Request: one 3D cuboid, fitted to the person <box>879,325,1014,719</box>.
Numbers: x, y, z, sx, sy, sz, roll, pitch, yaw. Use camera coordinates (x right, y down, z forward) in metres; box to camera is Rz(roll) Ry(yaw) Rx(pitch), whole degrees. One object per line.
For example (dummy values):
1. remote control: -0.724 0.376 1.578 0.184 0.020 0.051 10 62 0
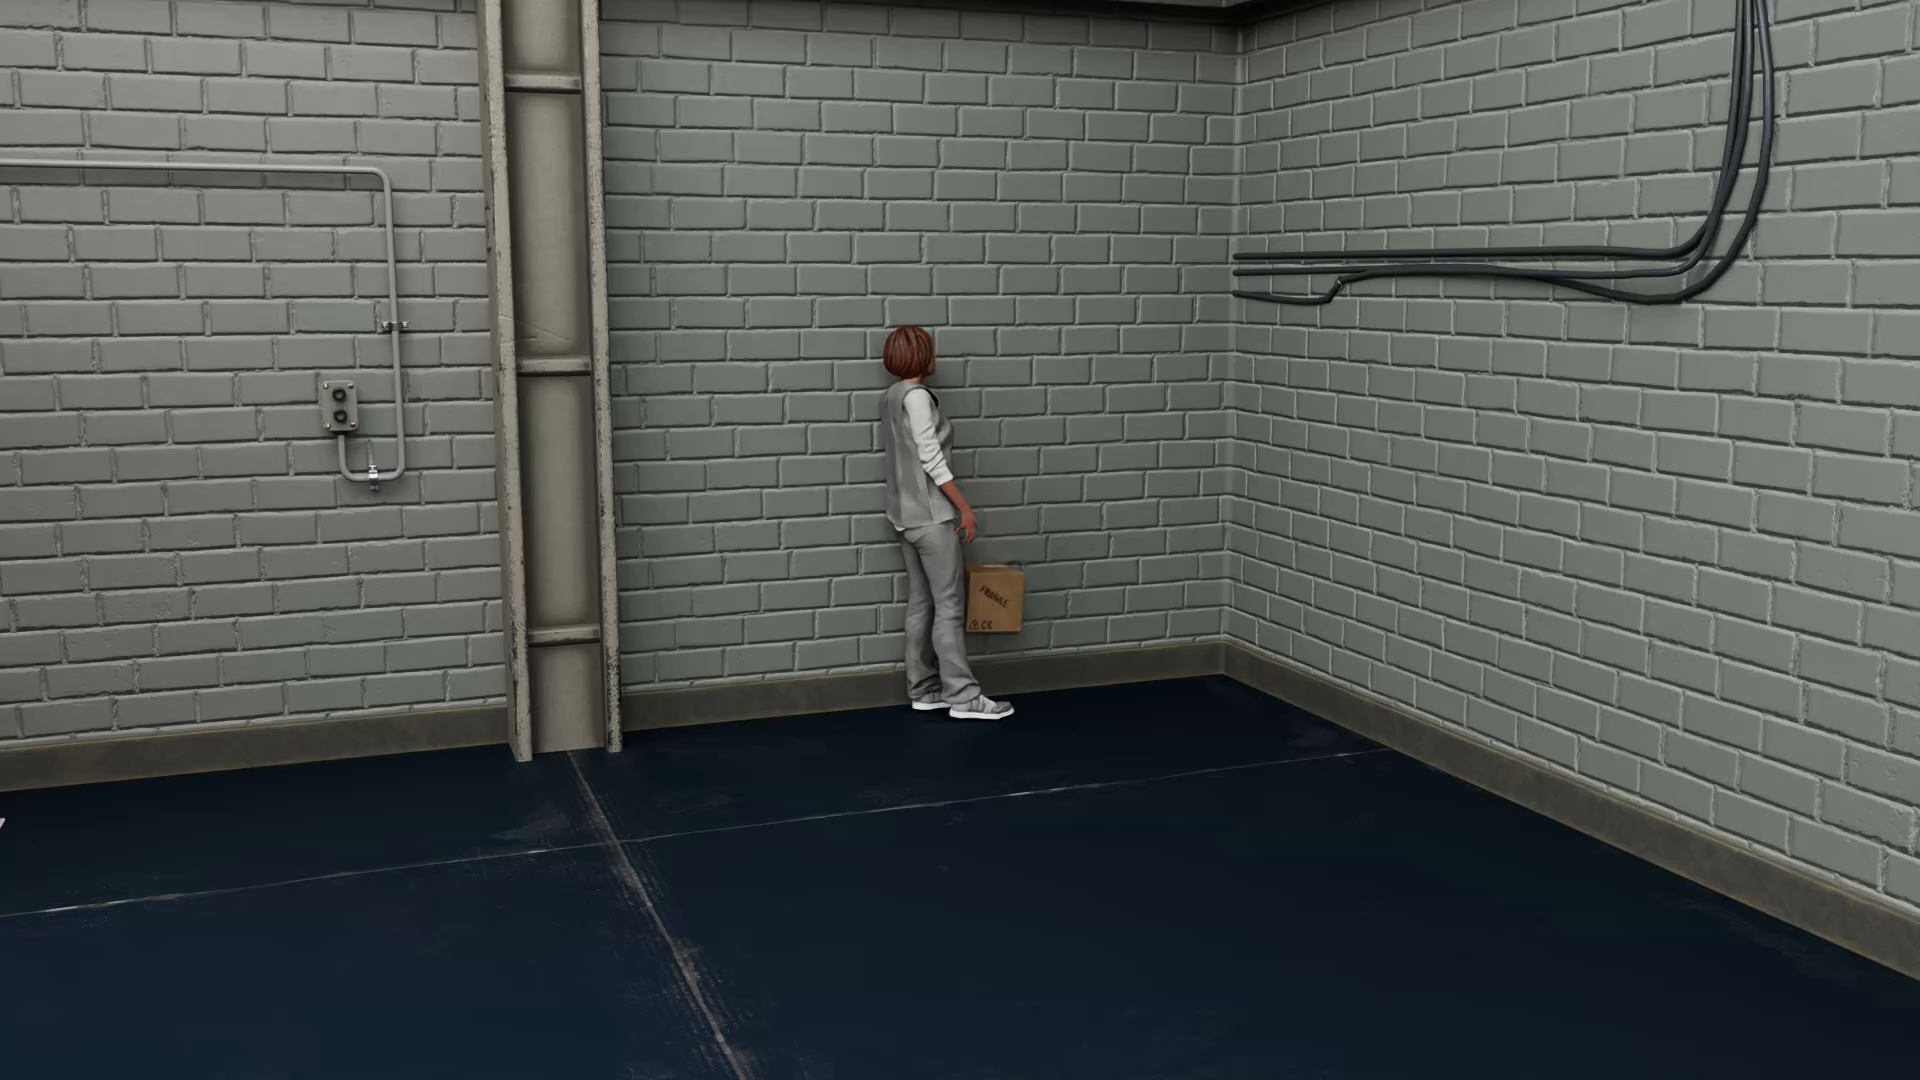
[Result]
1. person: -0.073 -0.077 6.832 0.474 1.597 0.501 -4 10 -21
